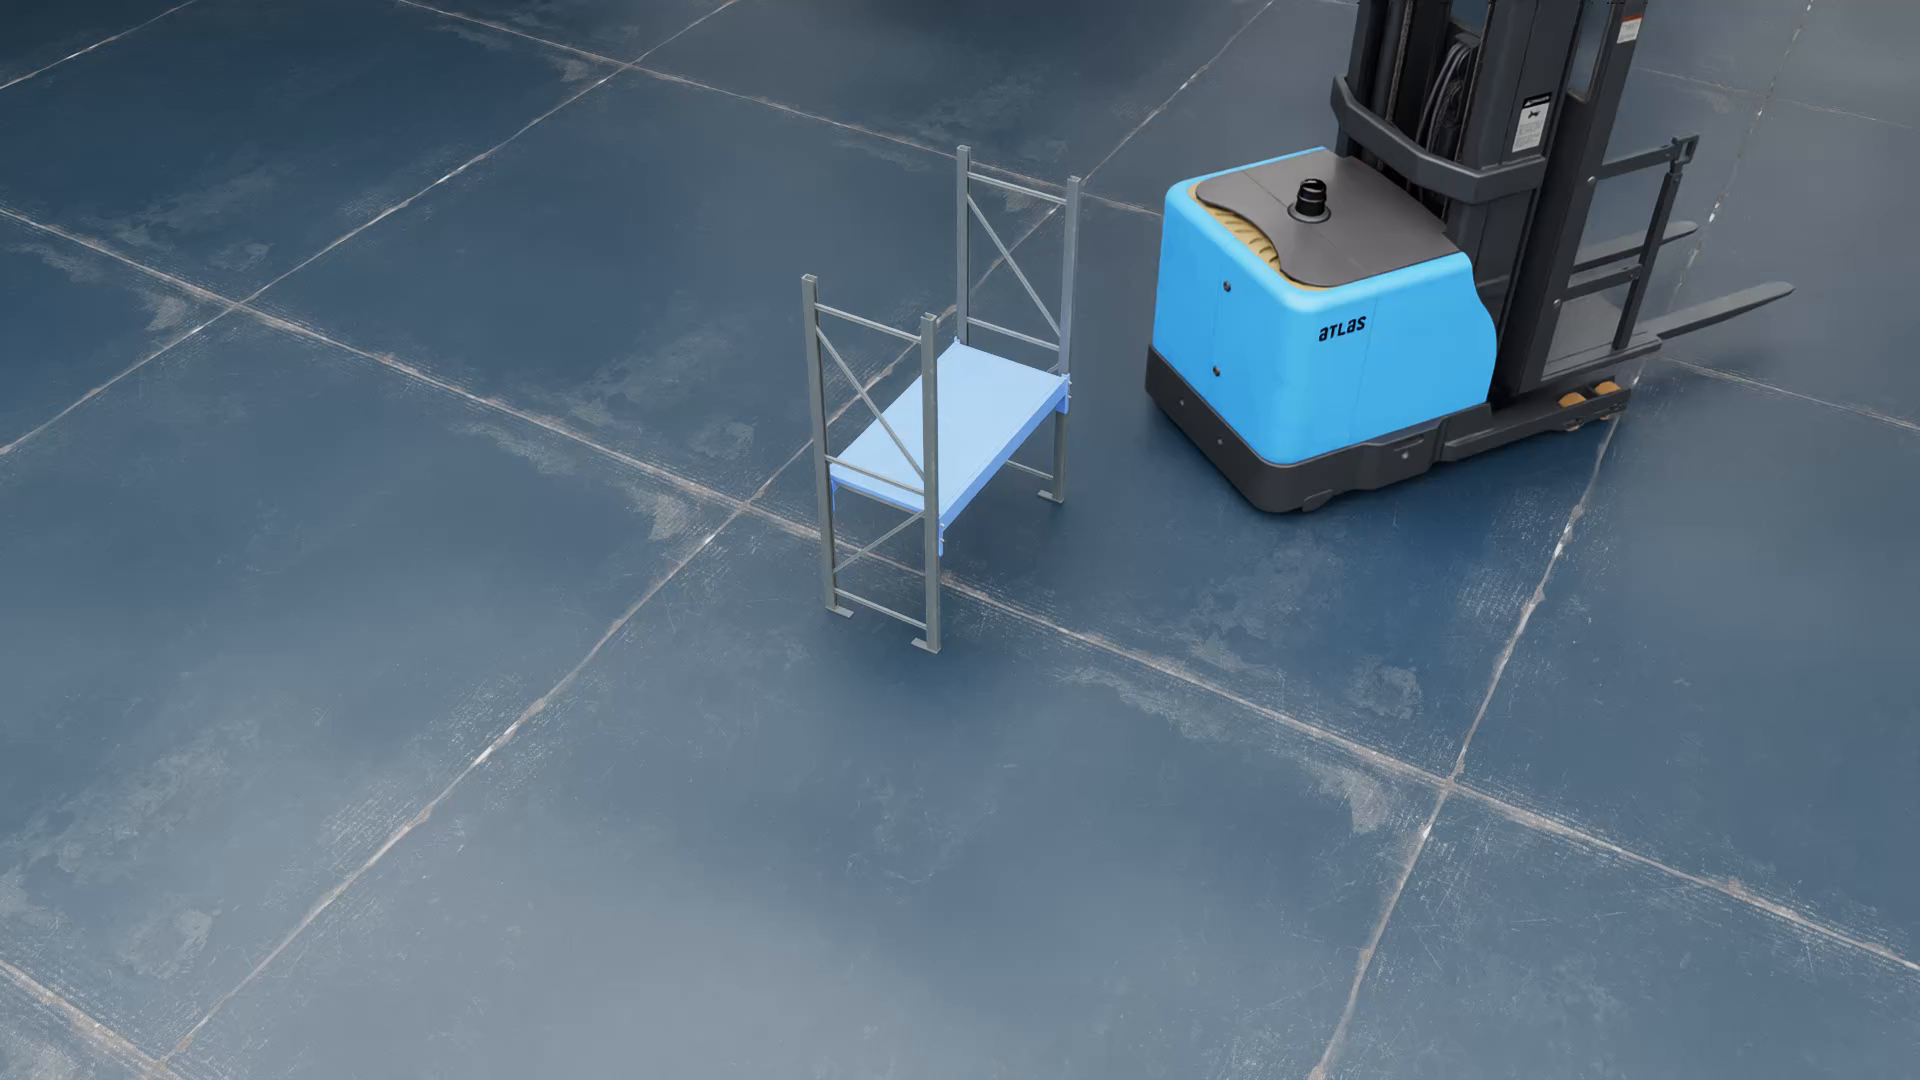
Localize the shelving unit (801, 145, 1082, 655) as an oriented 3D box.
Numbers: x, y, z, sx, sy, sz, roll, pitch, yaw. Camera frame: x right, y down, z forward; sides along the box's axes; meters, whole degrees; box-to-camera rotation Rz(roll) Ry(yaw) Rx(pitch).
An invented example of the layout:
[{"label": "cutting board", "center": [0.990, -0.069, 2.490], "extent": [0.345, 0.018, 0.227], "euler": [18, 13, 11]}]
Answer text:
[{"label": "shelving unit", "center": [-0.043, -0.514, 6.199], "extent": [0.538, 1.500, 1.048], "euler": [21, 45, 22]}]

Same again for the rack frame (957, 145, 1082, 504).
[{"label": "rack frame", "center": [0.212, -0.805, 6.529], "extent": [0.500, 1.500, 0.032], "euler": [21, 45, 22]}]

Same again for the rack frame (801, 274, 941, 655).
[{"label": "rack frame", "center": [-0.297, -0.223, 5.869], "extent": [0.500, 1.500, 0.032], "euler": [21, 45, 22]}]

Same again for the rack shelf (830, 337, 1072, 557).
[{"label": "rack shelf", "center": [-0.043, -0.379, 6.318], "extent": [0.538, 0.185, 1.000], "euler": [21, 45, 22]}]

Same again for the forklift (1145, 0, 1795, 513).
[{"label": "forklift", "center": [2.382, -1.876, 6.662], "extent": [3.031, 2.935, 1.130], "euler": [-17, 44, -19]}]
